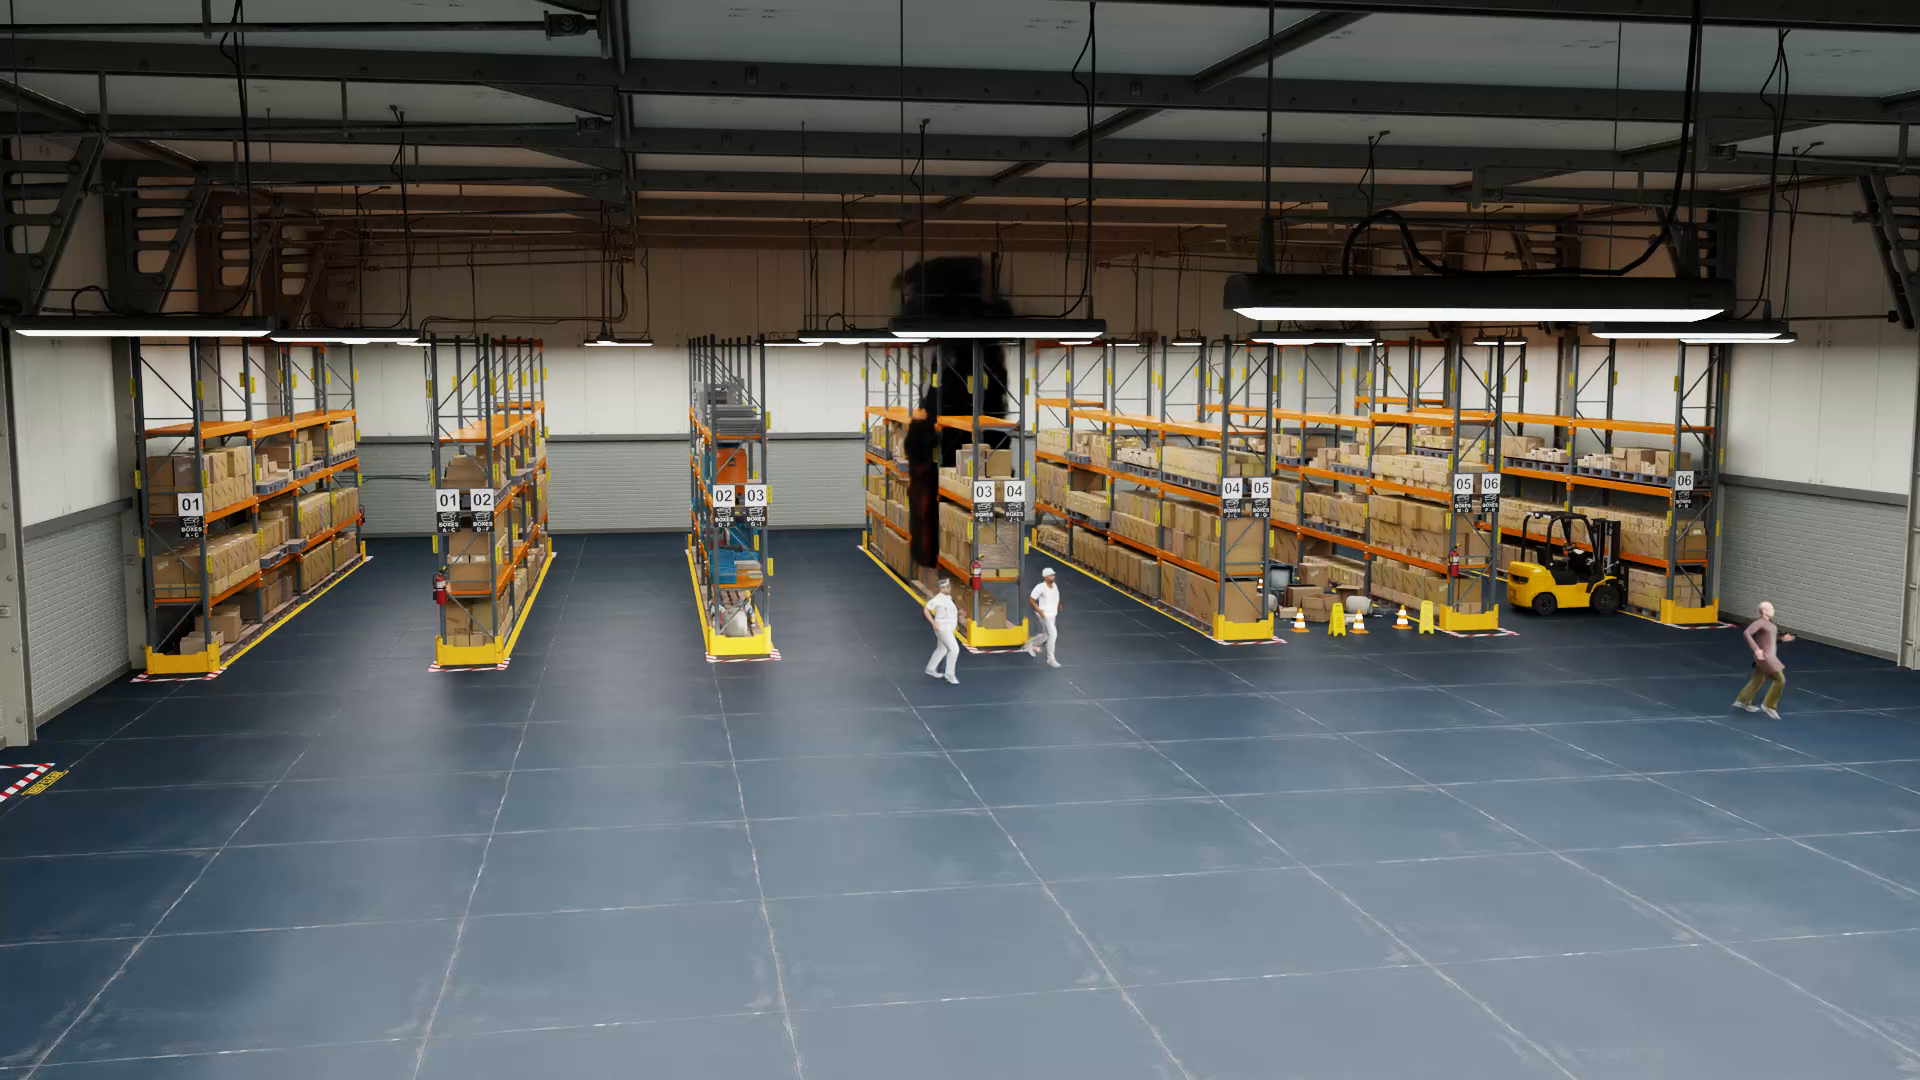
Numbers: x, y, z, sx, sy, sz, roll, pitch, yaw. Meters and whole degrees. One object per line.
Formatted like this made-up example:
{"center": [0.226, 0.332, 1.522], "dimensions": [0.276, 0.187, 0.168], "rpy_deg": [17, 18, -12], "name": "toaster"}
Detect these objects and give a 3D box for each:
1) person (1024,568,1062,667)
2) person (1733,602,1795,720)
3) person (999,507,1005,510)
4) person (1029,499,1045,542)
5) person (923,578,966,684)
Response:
{"center": [1.528, 1.386, 30.318], "dimensions": [0.835, 1.790, 0.699], "rpy_deg": [5, 8, 34], "name": "person"}
{"center": [12.538, 1.881, 25.919], "dimensions": [0.825, 1.842, 0.668], "rpy_deg": [4, 7, 29], "name": "person"}
{"center": [1.070, -0.508, 47.473], "dimensions": [0.595, 1.604, 0.549], "rpy_deg": [1, 7, 12], "name": "person"}
{"center": [2.417, -0.770, 49.760], "dimensions": [0.780, 1.673, 0.629], "rpy_deg": [-3, 7, -23], "name": "person"}
{"center": [-0.261, 1.578, 28.670], "dimensions": [0.781, 1.851, 0.637], "rpy_deg": [2, 7, 17], "name": "person"}
